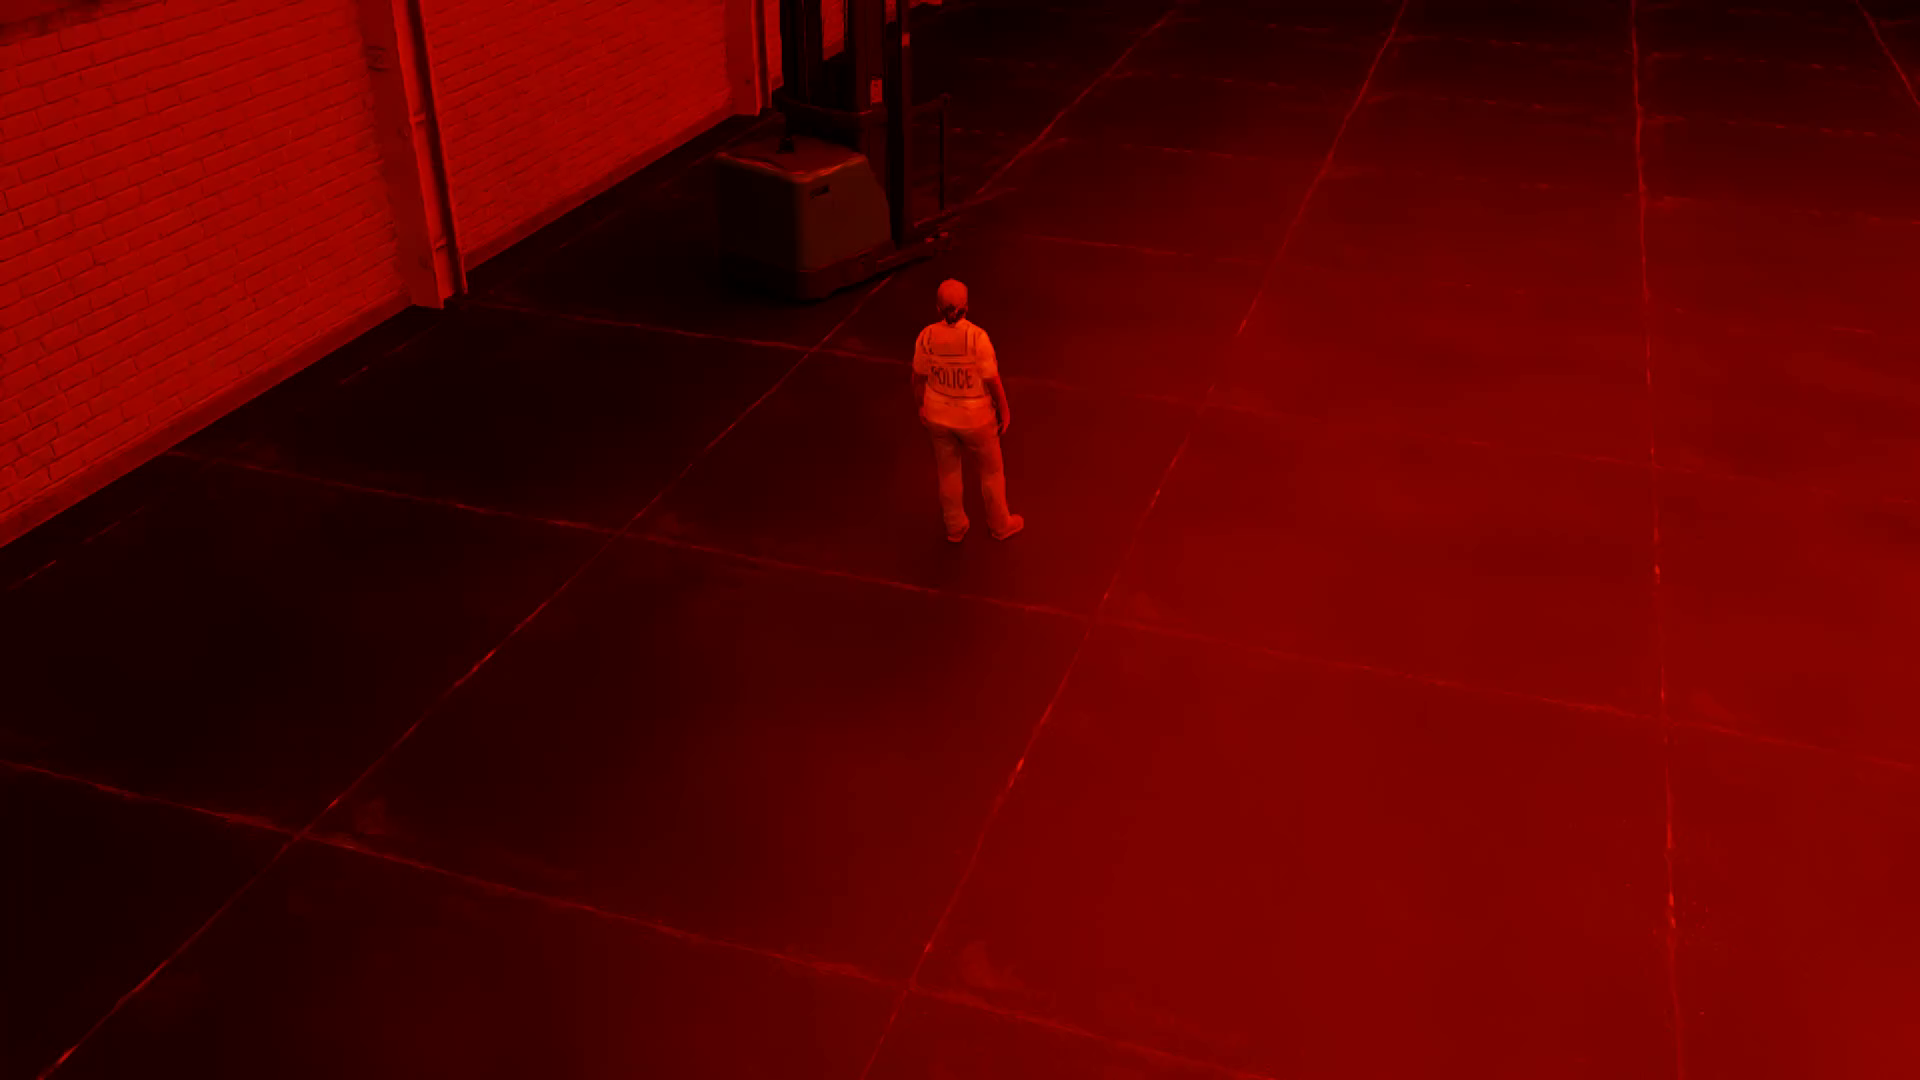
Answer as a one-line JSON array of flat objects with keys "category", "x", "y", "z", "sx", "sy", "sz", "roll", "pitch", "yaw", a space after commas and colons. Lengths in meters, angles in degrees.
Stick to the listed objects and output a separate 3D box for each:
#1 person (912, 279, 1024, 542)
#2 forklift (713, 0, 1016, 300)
[{"category": "person", "x": 0.046, "y": -0.762, "z": 9.736, "sx": 0.598, "sy": 1.669, "sz": 0.529, "roll": 10, "pitch": 31, "yaw": 16}, {"category": "forklift", "x": -0.691, "y": -3.861, "z": 13.910, "sx": 1.130, "sy": 2.935, "sz": 3.031, "roll": 22, "pitch": 36, "yaw": 33}]
